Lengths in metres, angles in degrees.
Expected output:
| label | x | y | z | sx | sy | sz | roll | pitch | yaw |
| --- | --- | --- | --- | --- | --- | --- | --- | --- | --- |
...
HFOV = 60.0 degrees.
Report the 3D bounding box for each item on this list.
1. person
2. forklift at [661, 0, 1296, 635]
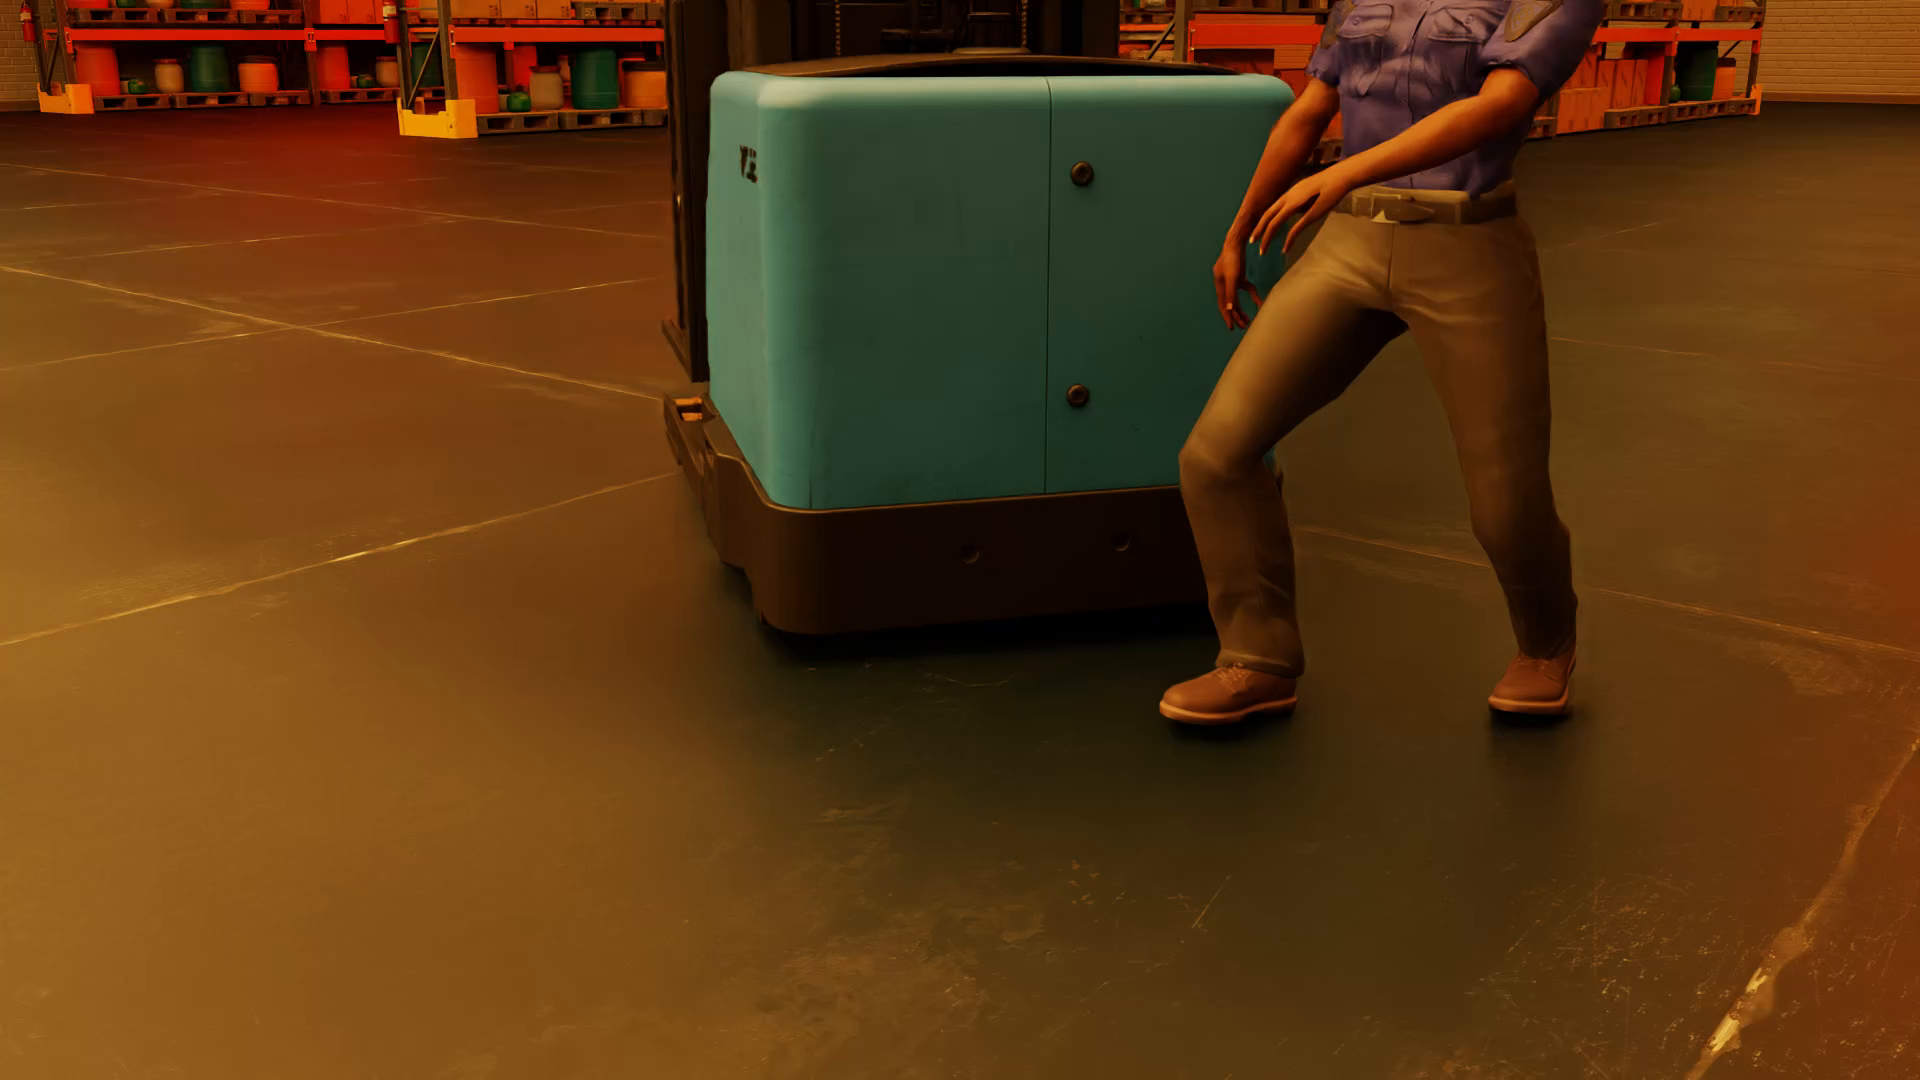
| label | x | y | z | sx | sy | sz | roll | pitch | yaw |
| --- | --- | --- | --- | --- | --- | --- | --- | --- | --- |
| person | 0.681 | -0.446 | 2.720 | 0.645 | 1.557 | 0.767 | 13 | 21 | 38 |
| forklift | -0.223 | -1.613 | 4.209 | 1.130 | 2.935 | 3.031 | -4 | 17 | -14 |
